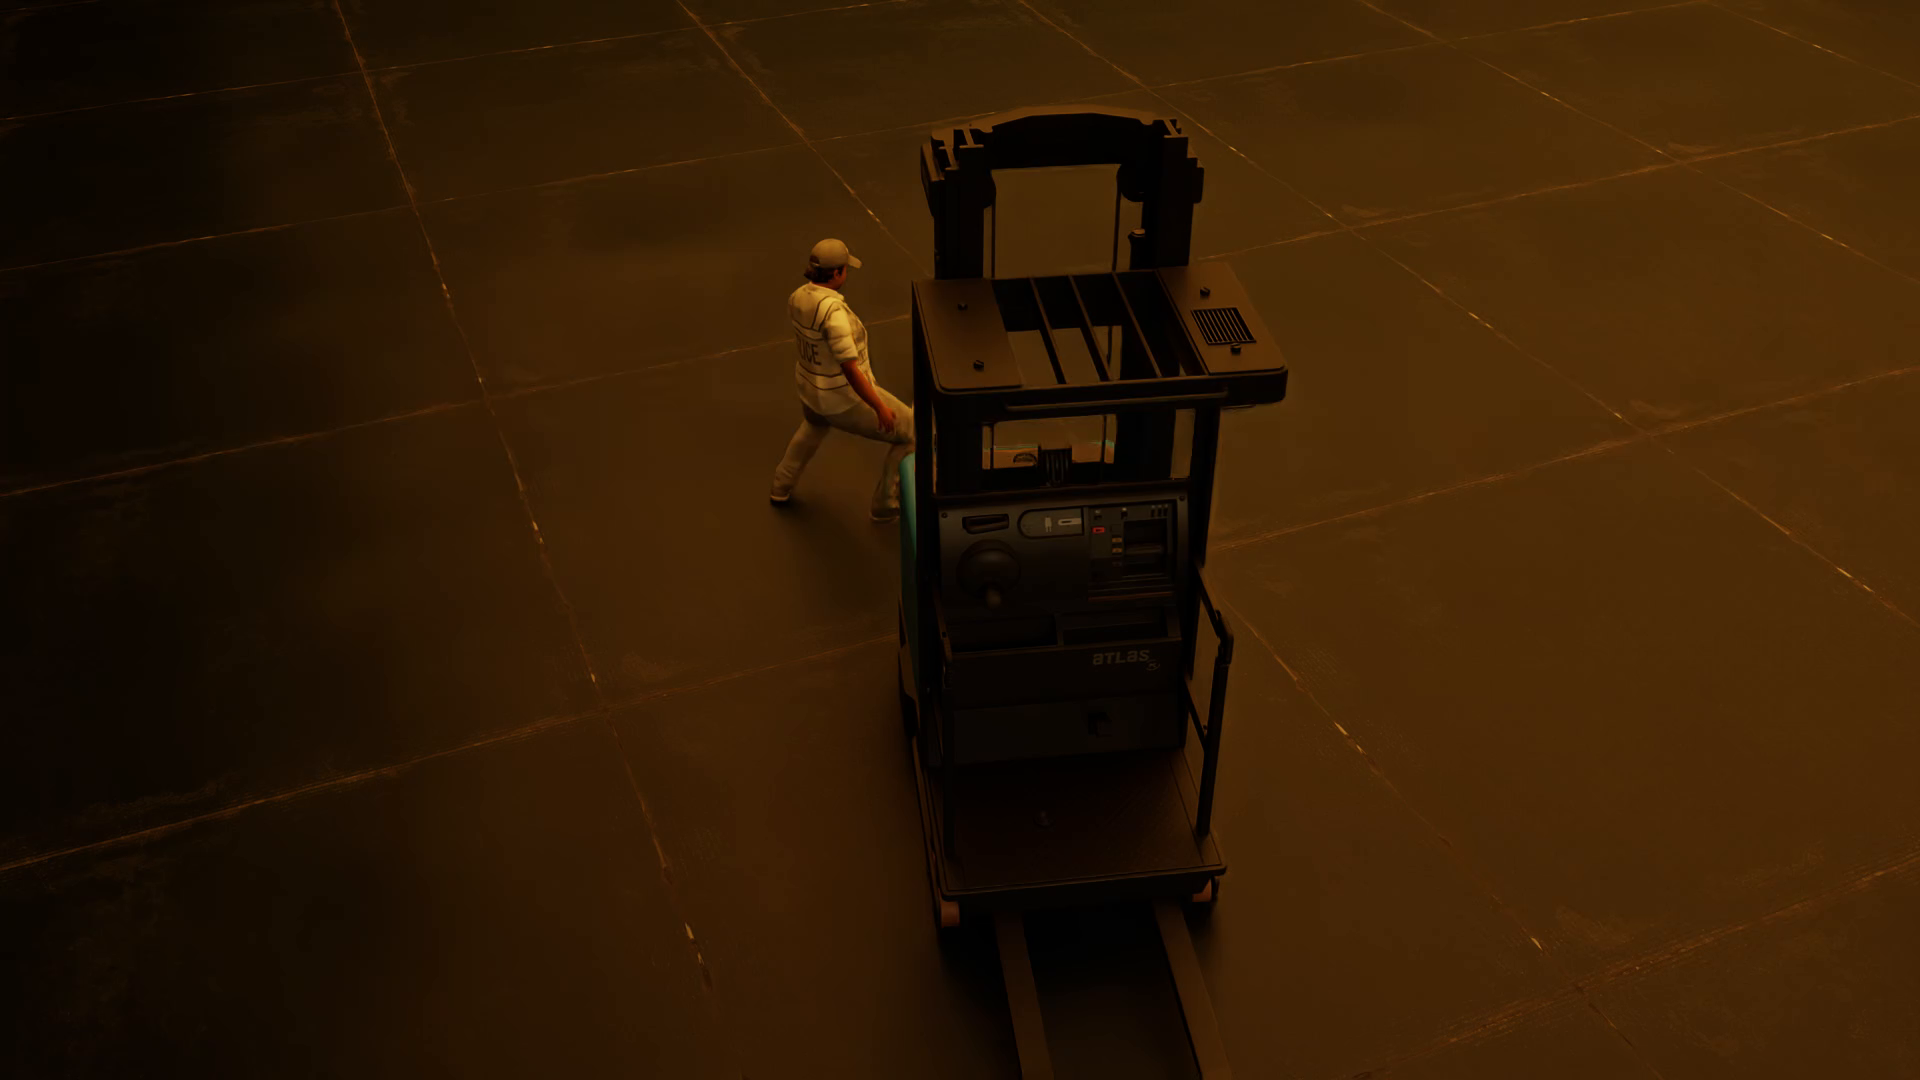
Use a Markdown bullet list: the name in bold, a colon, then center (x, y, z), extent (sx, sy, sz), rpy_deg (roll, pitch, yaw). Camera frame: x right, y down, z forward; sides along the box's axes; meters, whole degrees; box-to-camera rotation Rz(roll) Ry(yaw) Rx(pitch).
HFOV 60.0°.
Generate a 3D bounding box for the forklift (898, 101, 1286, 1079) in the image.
- **forklift**: center (0.411, 0.086, 5.978), extent (1.130, 2.935, 3.031), rpy_deg (-4, 36, -6)

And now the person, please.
- **person**: center (-0.635, -0.805, 8.454), extent (0.622, 1.560, 0.877), rpy_deg (-19, 39, -24)
